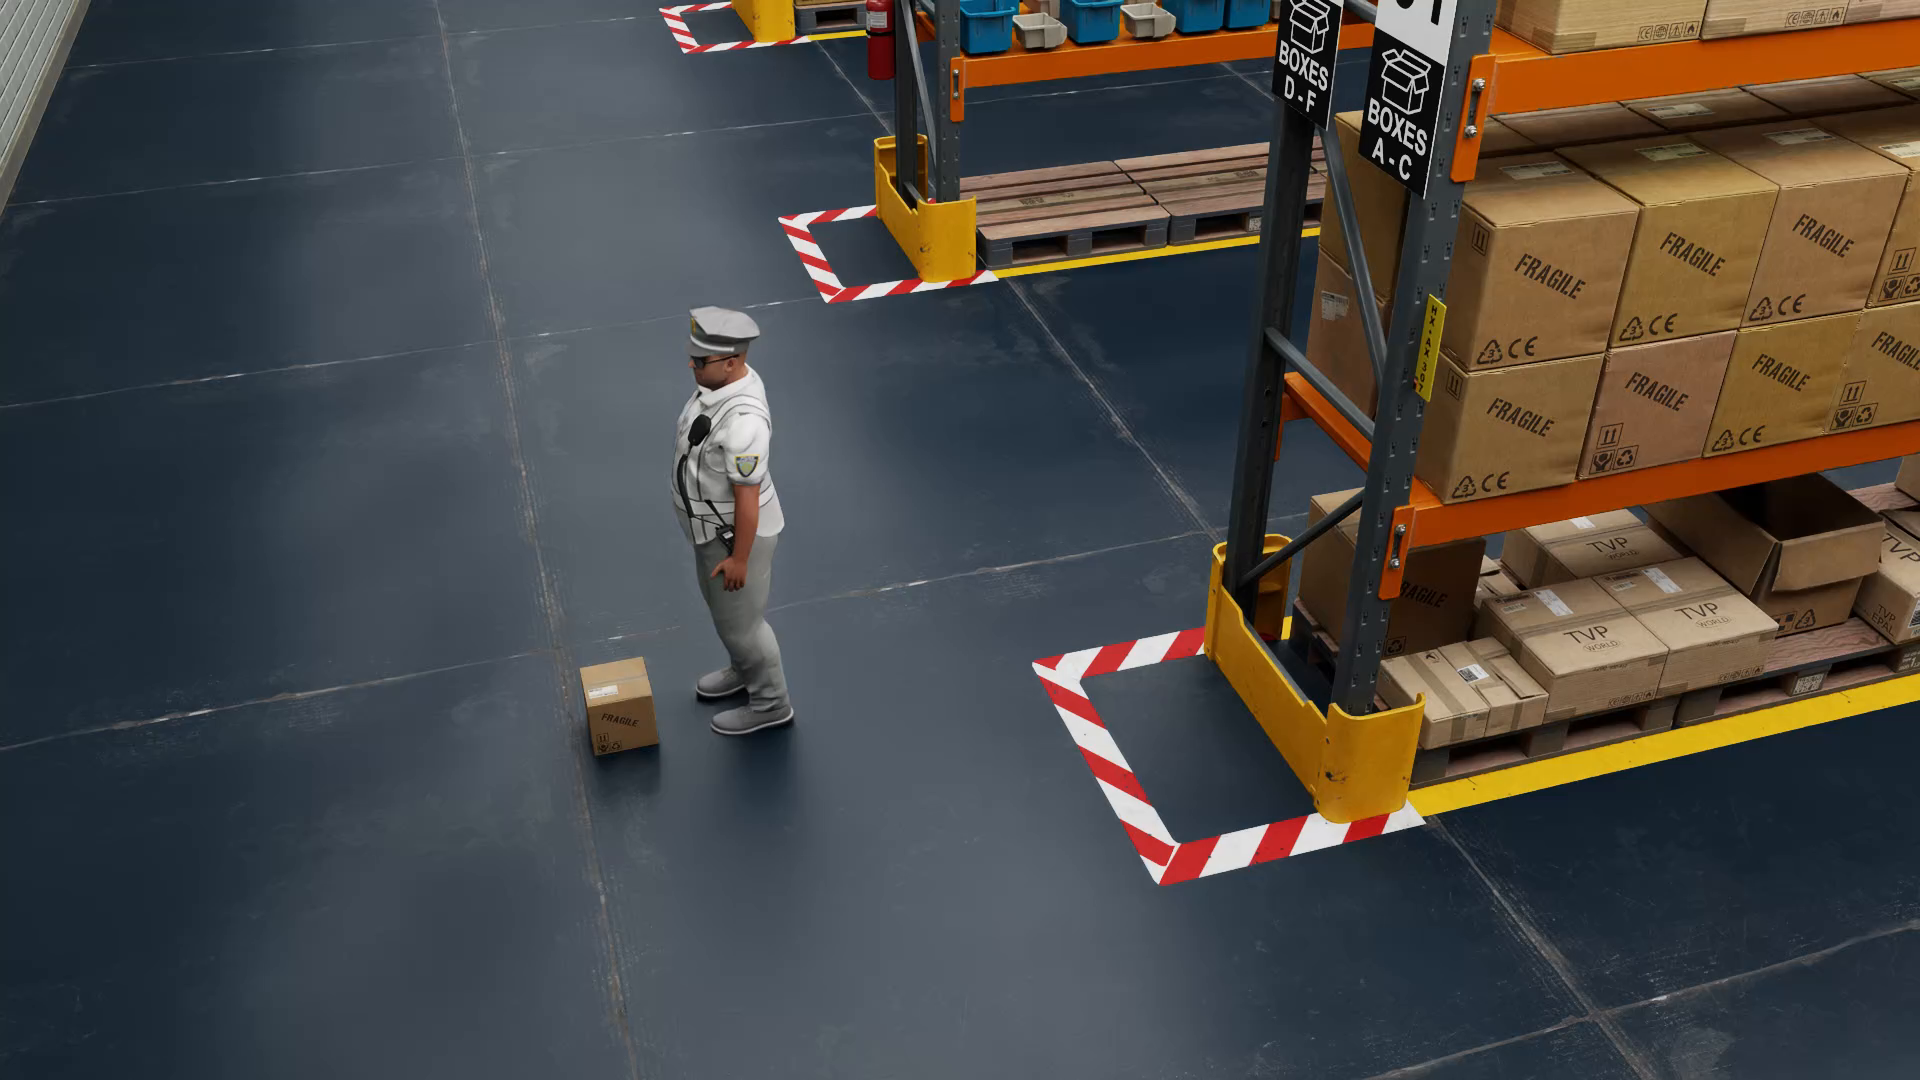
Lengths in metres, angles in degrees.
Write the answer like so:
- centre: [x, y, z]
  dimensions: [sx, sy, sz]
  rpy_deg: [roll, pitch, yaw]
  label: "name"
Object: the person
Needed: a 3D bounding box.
- centre: [-0.862, -0.052, 6.216]
  dimensions: [0.393, 1.765, 0.526]
  rpy_deg: [-9, 35, -14]
  label: "person"
